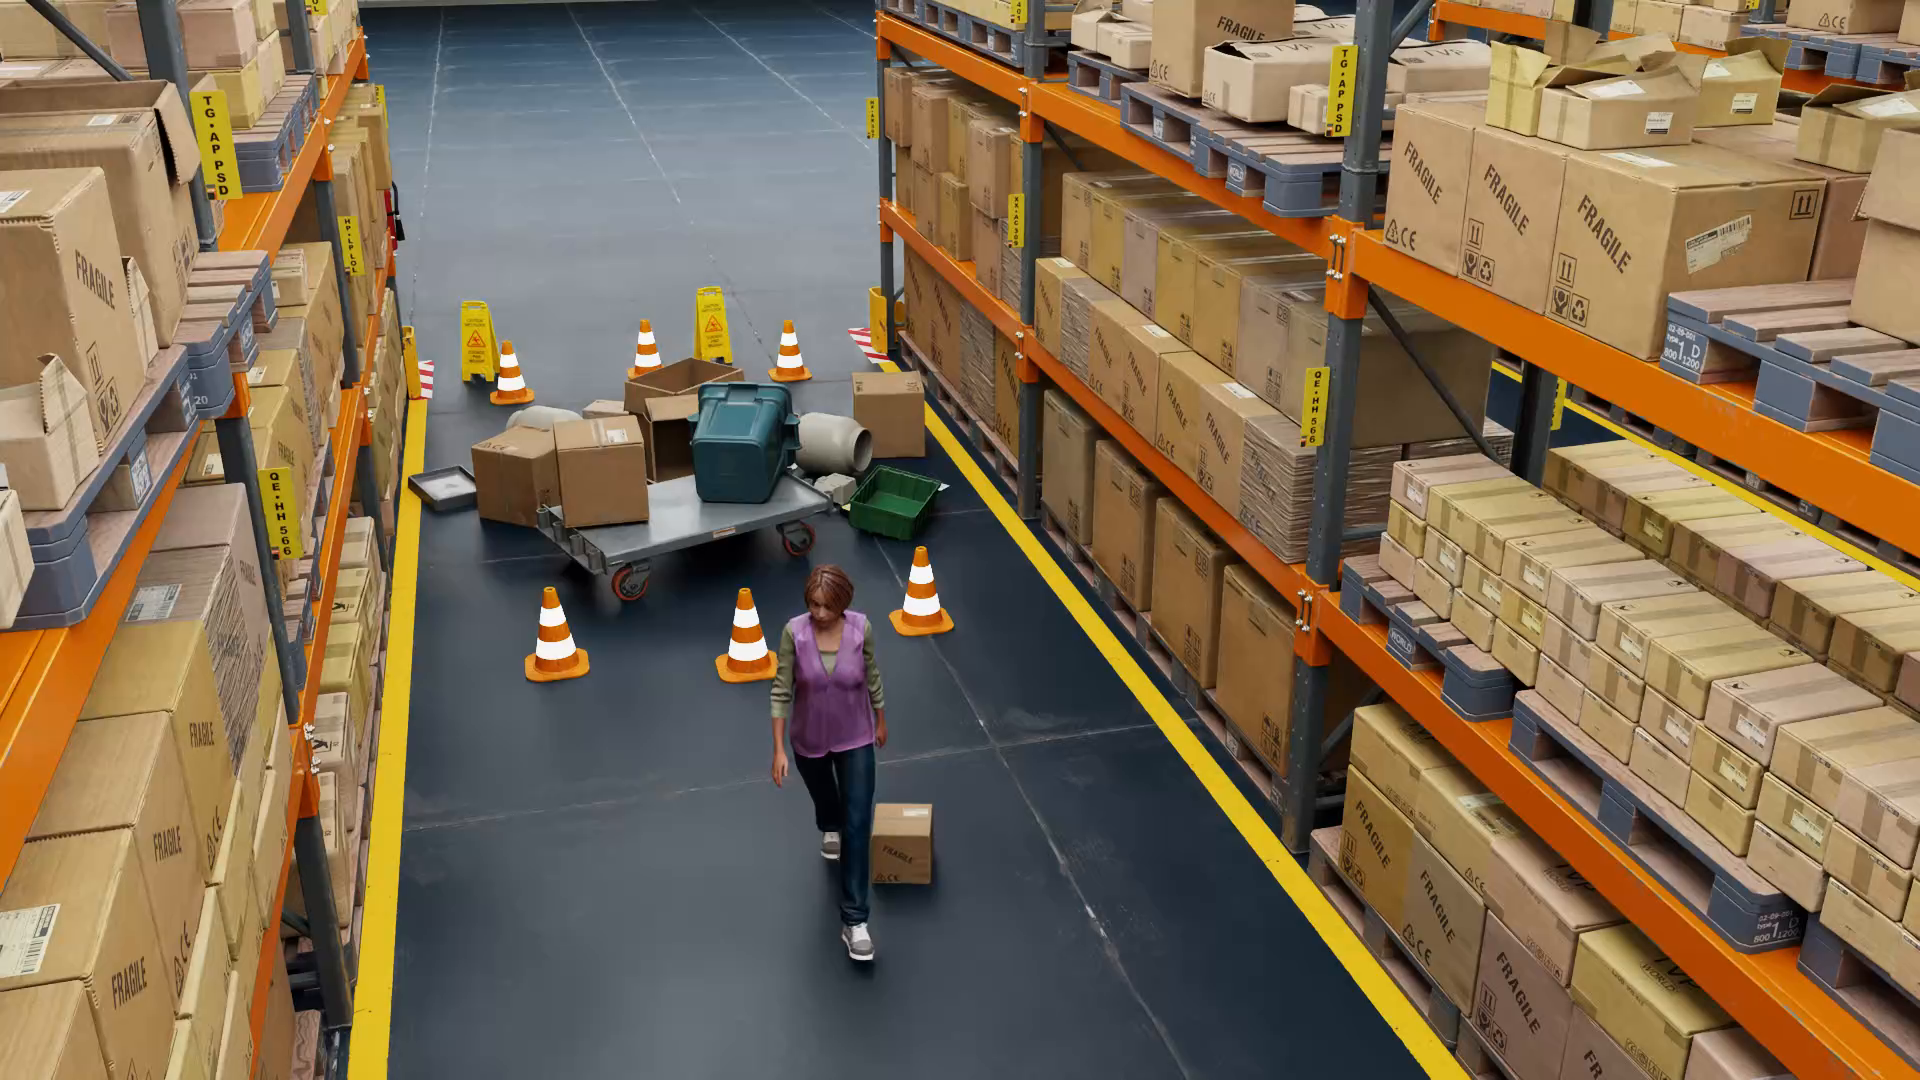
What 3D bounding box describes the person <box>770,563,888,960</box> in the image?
[{"bbox_3d":[-0.528,0.809,6.721,0.457,1.531,0.977,0,23,0],"label":"person"}]
